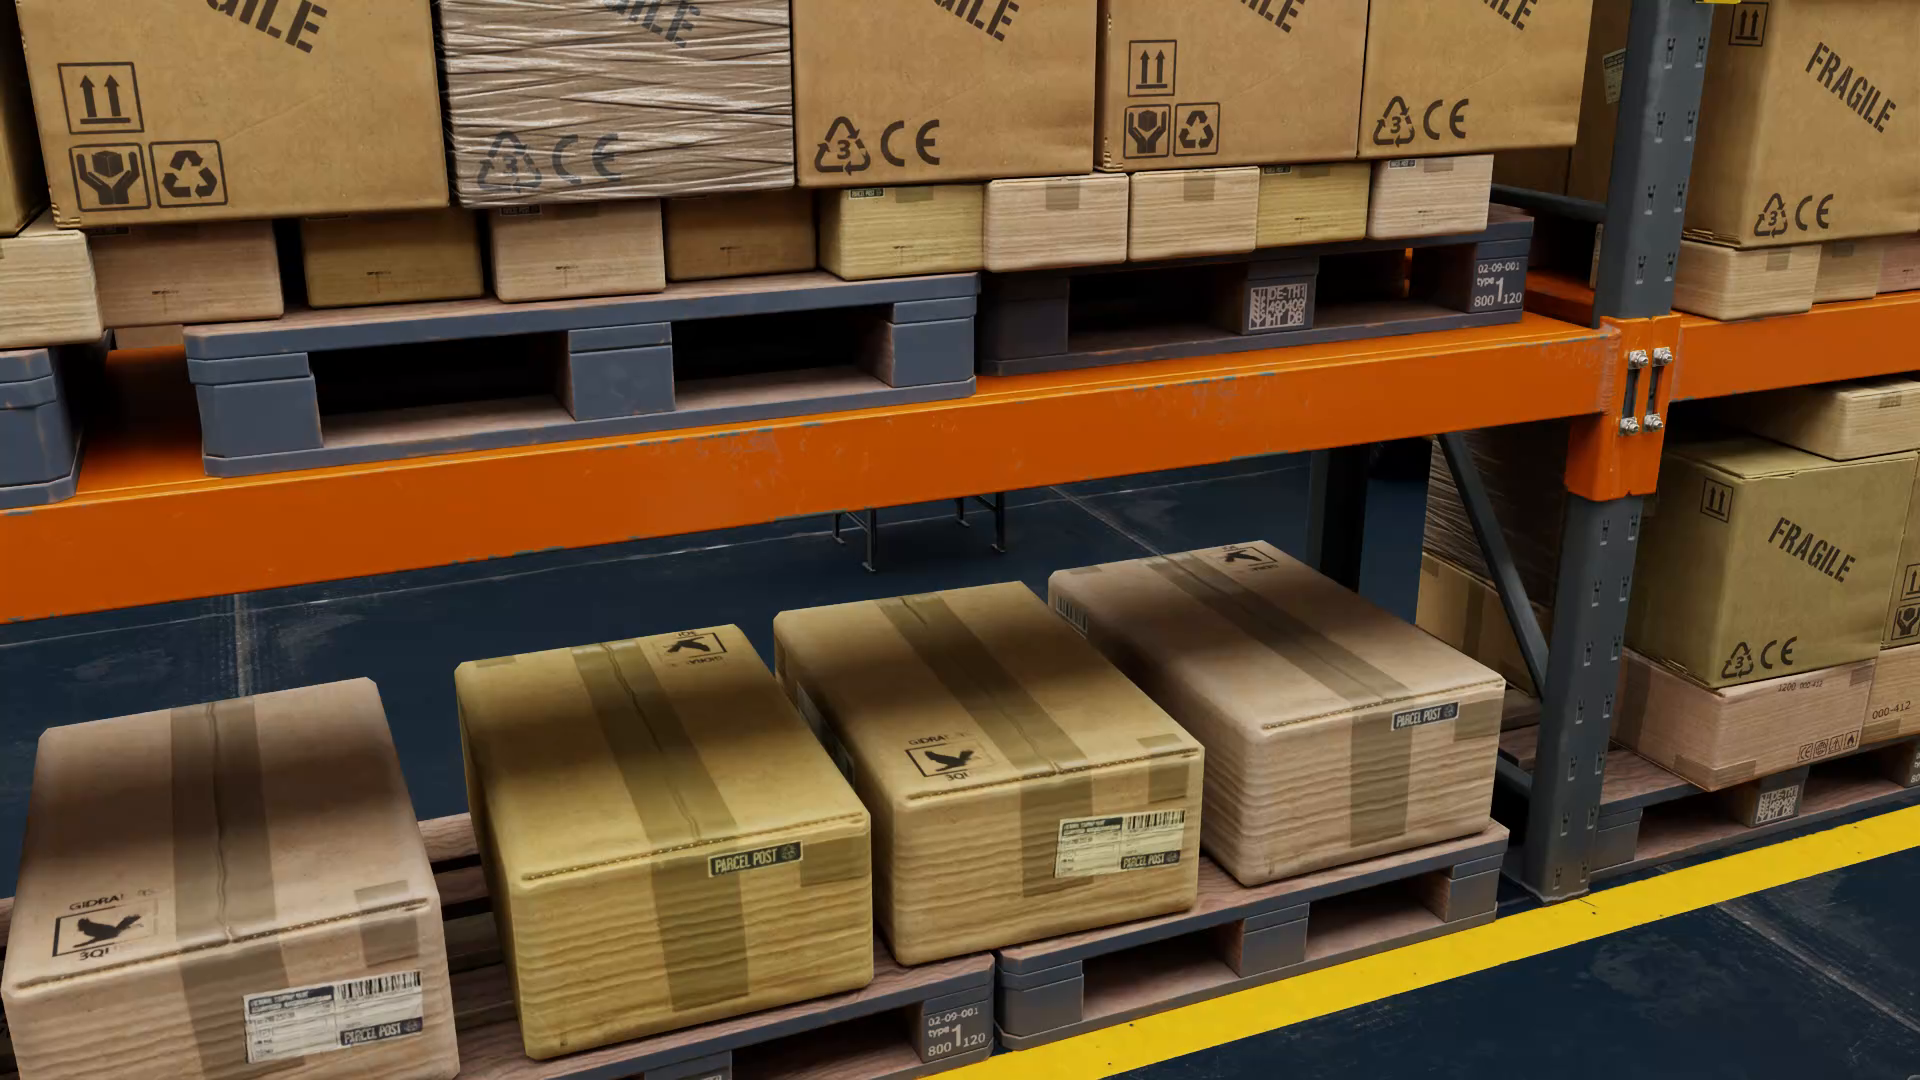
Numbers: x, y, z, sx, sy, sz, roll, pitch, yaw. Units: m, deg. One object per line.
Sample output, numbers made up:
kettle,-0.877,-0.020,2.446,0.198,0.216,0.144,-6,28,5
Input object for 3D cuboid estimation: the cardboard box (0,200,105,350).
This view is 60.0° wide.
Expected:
cardboard box,-1.337,-0.376,2.319,0.250,0.149,0.380,-8,21,-22

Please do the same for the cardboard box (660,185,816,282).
cardboard box,-0.428,-0.552,2.820,0.250,0.149,0.380,-9,21,-24

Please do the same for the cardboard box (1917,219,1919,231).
cardboard box,2.127,-0.991,3.722,0.500,0.500,0.500,-8,21,-22

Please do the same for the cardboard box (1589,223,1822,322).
cardboard box,1.577,-0.583,3.539,0.250,0.149,0.380,-8,21,-22

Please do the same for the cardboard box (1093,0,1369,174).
cardboard box,0.373,-0.947,2.964,0.500,0.500,0.500,-8,21,-22

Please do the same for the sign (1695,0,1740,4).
sign,1.384,-1.135,2.985,0.005,0.325,0.100,-8,21,-22

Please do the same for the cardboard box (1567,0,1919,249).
cardboard box,1.675,-0.918,3.514,0.500,0.500,0.500,-8,21,-22

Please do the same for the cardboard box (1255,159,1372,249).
cardboard box,0.548,-0.656,3.114,0.250,0.149,0.380,-9,21,-24

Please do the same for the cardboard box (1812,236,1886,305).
cardboard box,1.788,-0.632,3.678,0.250,0.149,0.380,-8,21,-20

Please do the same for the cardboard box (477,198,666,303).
cardboard box,-0.637,-0.495,2.657,0.250,0.149,0.380,-7,21,-20

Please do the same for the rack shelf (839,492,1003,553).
rack shelf,-0.152,-0.295,5.848,0.480,0.518,0.431,-8,21,-22

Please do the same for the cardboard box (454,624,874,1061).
cardboard box,-0.617,0.541,3.293,0.625,0.372,0.950,-7,21,-20

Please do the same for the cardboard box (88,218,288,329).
cardboard box,-1.147,-0.431,2.476,0.250,0.149,0.380,-7,21,-19

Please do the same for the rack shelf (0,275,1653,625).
rack shelf,-0.676,-0.155,3.029,4.000,0.370,1.077,-8,21,-22

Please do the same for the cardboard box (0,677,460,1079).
cardboard box,-1.315,0.639,3.014,0.625,0.372,0.950,-9,21,-23

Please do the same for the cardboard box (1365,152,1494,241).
cardboard box,0.798,-0.685,3.198,0.250,0.149,0.380,-8,21,-21

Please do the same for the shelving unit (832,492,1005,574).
shelving unit,-0.152,-0.969,5.611,0.503,2.100,0.431,-8,21,-22

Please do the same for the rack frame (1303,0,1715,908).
rack frame,1.161,-0.758,3.657,0.127,3.000,1.000,-8,21,-22

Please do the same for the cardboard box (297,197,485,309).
cardboard box,-0.903,-0.480,2.616,0.250,0.149,0.380,-7,21,-20

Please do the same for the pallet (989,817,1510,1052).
pallet,0.446,0.661,3.828,1.213,0.211,1.003,-8,21,-22

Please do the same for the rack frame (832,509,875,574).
rack frame,-0.376,-0.937,5.520,0.015,2.100,0.400,-8,21,-22

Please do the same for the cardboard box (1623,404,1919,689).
cardboard box,1.809,-0.008,3.906,0.500,0.500,0.500,-7,21,-19

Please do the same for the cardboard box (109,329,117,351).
cardboard box,-3.904,-0.900,7.006,0.625,0.625,0.875,-7,21,-20

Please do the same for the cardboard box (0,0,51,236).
cardboard box,-1.532,-0.676,2.195,0.500,0.500,0.500,-7,21,-19

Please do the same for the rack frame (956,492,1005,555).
rack frame,0.072,-1.001,5.703,0.015,2.100,0.400,-8,21,-22

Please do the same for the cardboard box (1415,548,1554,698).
cardboard box,1.597,0.182,4.498,0.500,0.250,0.500,-7,21,-19

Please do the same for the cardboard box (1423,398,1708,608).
cardboard box,1.598,-0.172,4.373,0.500,0.500,0.500,-8,21,-23

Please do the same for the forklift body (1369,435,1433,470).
forklift body,1.845,-1.591,7.302,1.214,2.155,2.313,-8,21,-22

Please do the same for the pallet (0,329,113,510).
pallet,-1.900,-0.267,2.553,1.003,0.211,1.213,-8,21,-22

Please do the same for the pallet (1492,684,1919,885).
pallet,1.763,0.459,4.402,1.213,0.211,1.003,-8,21,-22

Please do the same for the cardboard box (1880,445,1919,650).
cardboard box,2.296,-0.082,4.116,0.500,0.500,0.500,-7,21,-20

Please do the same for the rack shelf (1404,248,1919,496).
rack shelf,2.997,-0.681,4.524,4.000,0.370,1.077,-8,21,-22

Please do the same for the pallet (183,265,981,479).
pallet,-0.711,-0.414,2.969,1.213,0.211,1.003,-8,21,-22

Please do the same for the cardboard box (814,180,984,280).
cardboard box,-0.145,-0.555,2.829,0.250,0.149,0.380,-8,21,-22

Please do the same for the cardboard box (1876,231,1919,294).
cardboard box,2.020,-0.676,3.804,0.250,0.149,0.380,-8,21,-22

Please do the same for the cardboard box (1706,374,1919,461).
cardboard box,1.948,-0.312,3.793,0.250,0.149,0.380,-8,21,-21

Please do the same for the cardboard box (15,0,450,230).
cardboard box,-1.047,-0.748,2.400,0.500,0.500,0.500,-8,21,-21

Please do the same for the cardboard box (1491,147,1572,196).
cardboard box,1.470,-1.079,3.972,0.500,0.500,0.500,-9,21,-23

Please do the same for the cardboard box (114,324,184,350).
cardboard box,-3.307,-0.989,7.257,0.625,0.625,0.875,-7,21,-20

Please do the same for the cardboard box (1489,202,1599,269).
cardboard box,1.335,-0.774,4.083,0.250,0.149,0.380,-8,21,-22

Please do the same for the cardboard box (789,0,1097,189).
cardboard box,-0.104,-0.881,2.776,0.500,0.500,0.500,-7,21,-20

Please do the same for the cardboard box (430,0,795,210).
cardboard box,-0.584,-0.812,2.580,0.500,0.500,0.500,-9,21,-24

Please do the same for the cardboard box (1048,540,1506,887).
cardboard box,0.680,0.354,3.826,0.625,0.372,0.950,-8,21,-21

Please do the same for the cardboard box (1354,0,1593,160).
cardboard box,0.827,-1.012,3.150,0.500,0.500,0.500,-9,21,-23

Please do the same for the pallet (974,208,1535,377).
pallet,0.401,-0.611,3.529,1.213,0.211,1.003,-8,21,-22

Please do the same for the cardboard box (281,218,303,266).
cardboard box,-1.111,-0.596,2.943,0.250,0.149,0.380,-8,21,-22

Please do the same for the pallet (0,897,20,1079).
pallet,-1.794,0.982,2.916,1.213,0.211,1.003,-8,21,-22

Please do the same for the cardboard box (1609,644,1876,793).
cardboard box,1.809,0.346,4.031,0.500,0.250,0.500,-9,21,-24

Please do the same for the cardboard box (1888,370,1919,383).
cardboard box,2.419,-0.380,3.987,0.250,0.149,0.380,-7,21,-20

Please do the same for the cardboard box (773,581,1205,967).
cardboard box,0.021,0.449,3.554,0.625,0.372,0.950,-7,21,-19

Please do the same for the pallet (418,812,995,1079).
pallet,-0.676,0.822,3.369,1.213,0.211,1.003,-8,21,-22

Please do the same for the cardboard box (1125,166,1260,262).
cardboard box,0.326,-0.611,2.987,0.250,0.149,0.380,-9,21,-23

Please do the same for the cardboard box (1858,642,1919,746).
cardboard box,2.295,0.272,4.240,0.500,0.250,0.500,-7,21,-19

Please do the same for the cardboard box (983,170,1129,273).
cardboard box,0.093,-0.577,2.889,0.250,0.149,0.380,-8,21,-21
